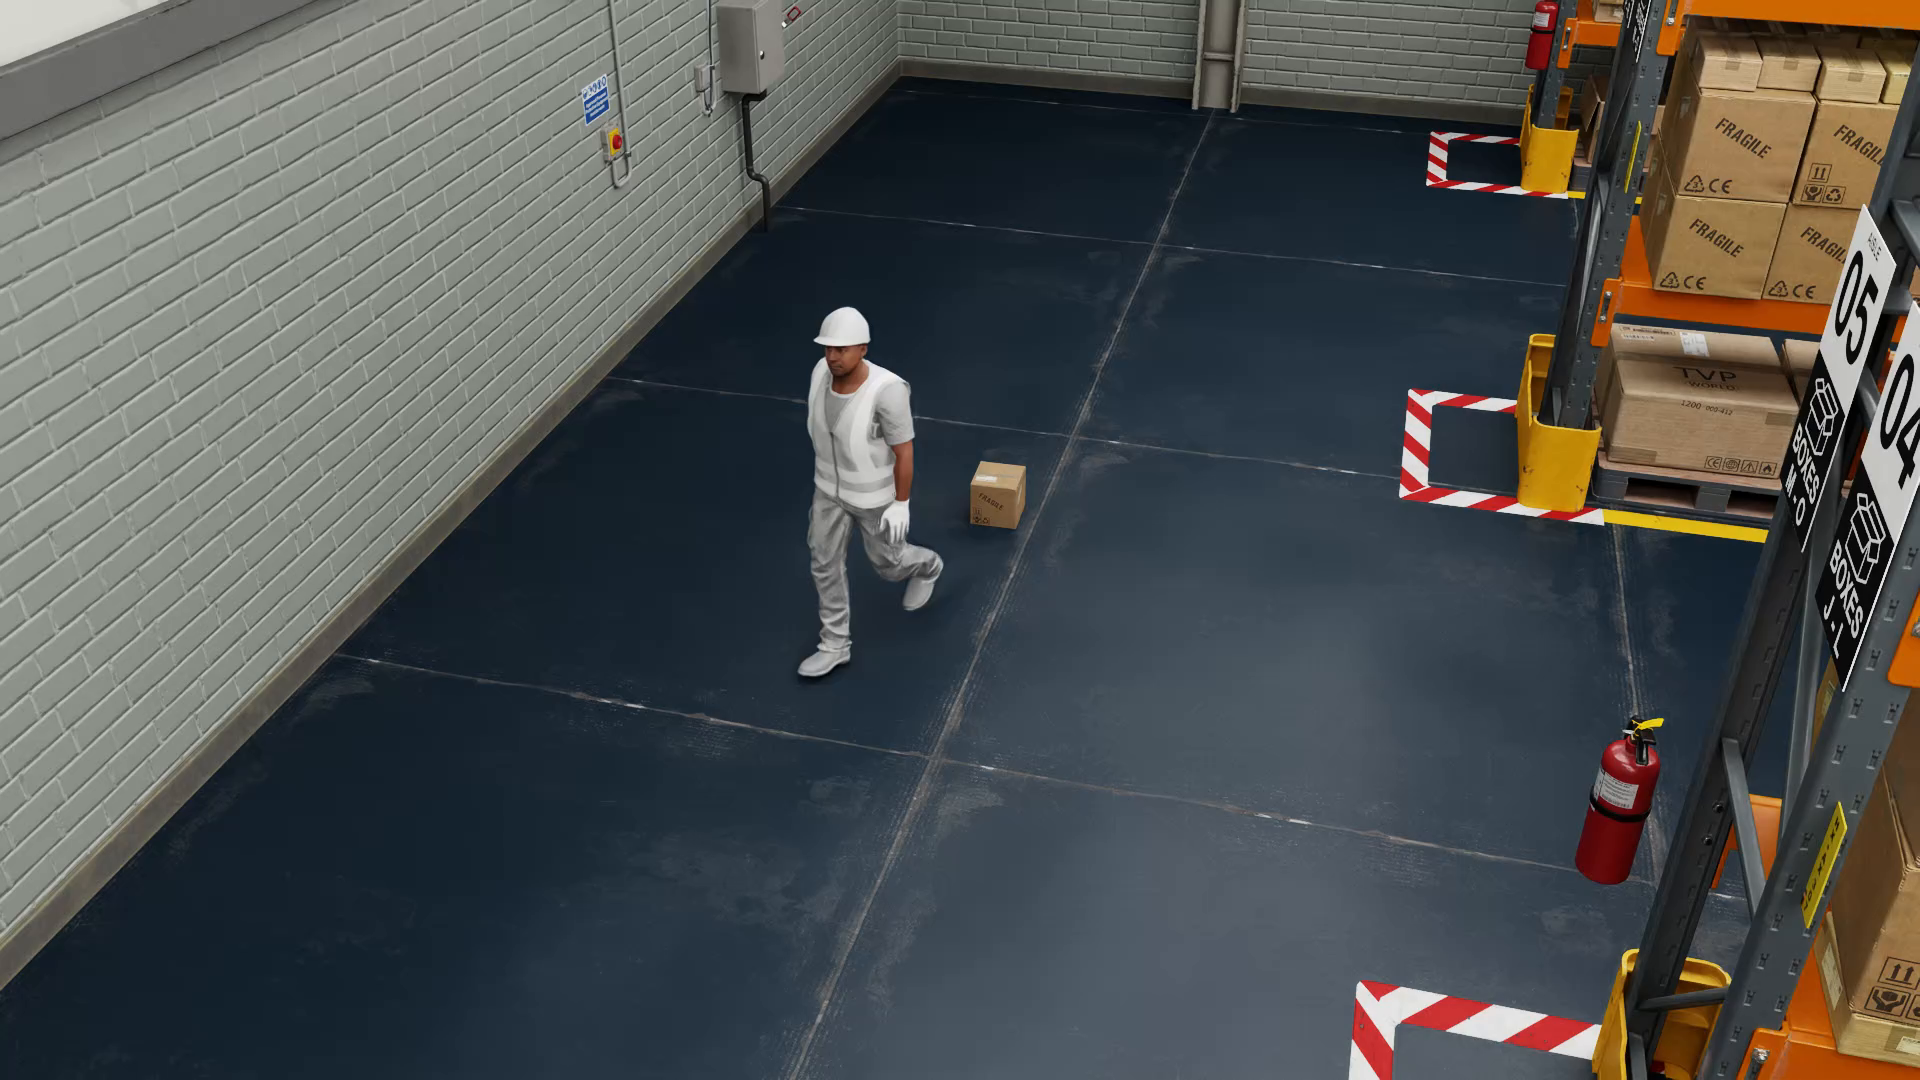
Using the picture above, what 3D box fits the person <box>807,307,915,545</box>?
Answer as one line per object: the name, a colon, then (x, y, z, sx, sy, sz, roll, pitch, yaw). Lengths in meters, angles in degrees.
person: (-0.442, -0.512, 7.294, 0.574, 1.087, 0.366, 20, 37, 28)
